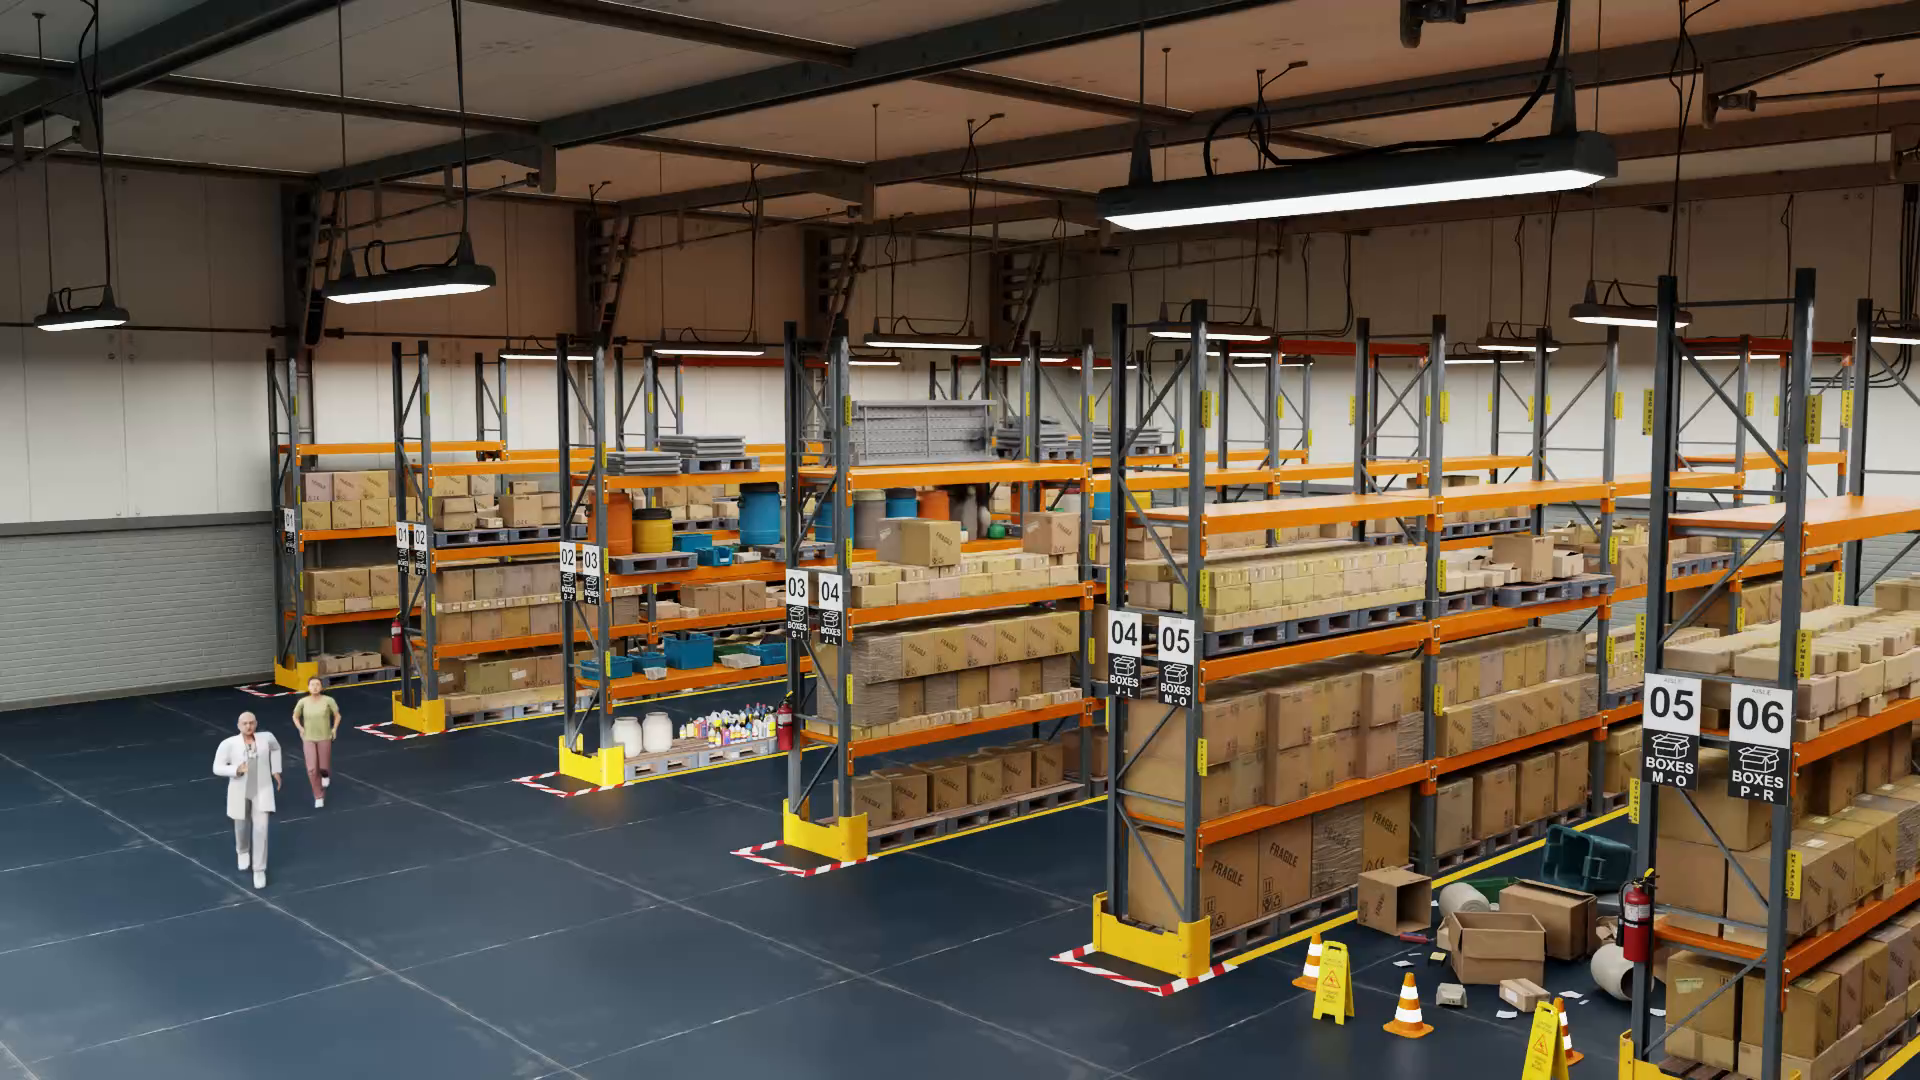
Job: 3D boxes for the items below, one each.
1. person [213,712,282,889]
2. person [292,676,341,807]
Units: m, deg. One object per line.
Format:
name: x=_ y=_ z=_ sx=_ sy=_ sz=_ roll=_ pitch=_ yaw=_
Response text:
person: x=-7.582 y=2.714 z=17.736 sx=0.690 sy=1.797 sz=1.033 roll=-2 pitch=6 yaw=-27
person: x=-8.177 y=2.533 z=21.146 sx=0.581 sy=1.637 sz=0.648 roll=-2 pitch=5 yaw=-17
